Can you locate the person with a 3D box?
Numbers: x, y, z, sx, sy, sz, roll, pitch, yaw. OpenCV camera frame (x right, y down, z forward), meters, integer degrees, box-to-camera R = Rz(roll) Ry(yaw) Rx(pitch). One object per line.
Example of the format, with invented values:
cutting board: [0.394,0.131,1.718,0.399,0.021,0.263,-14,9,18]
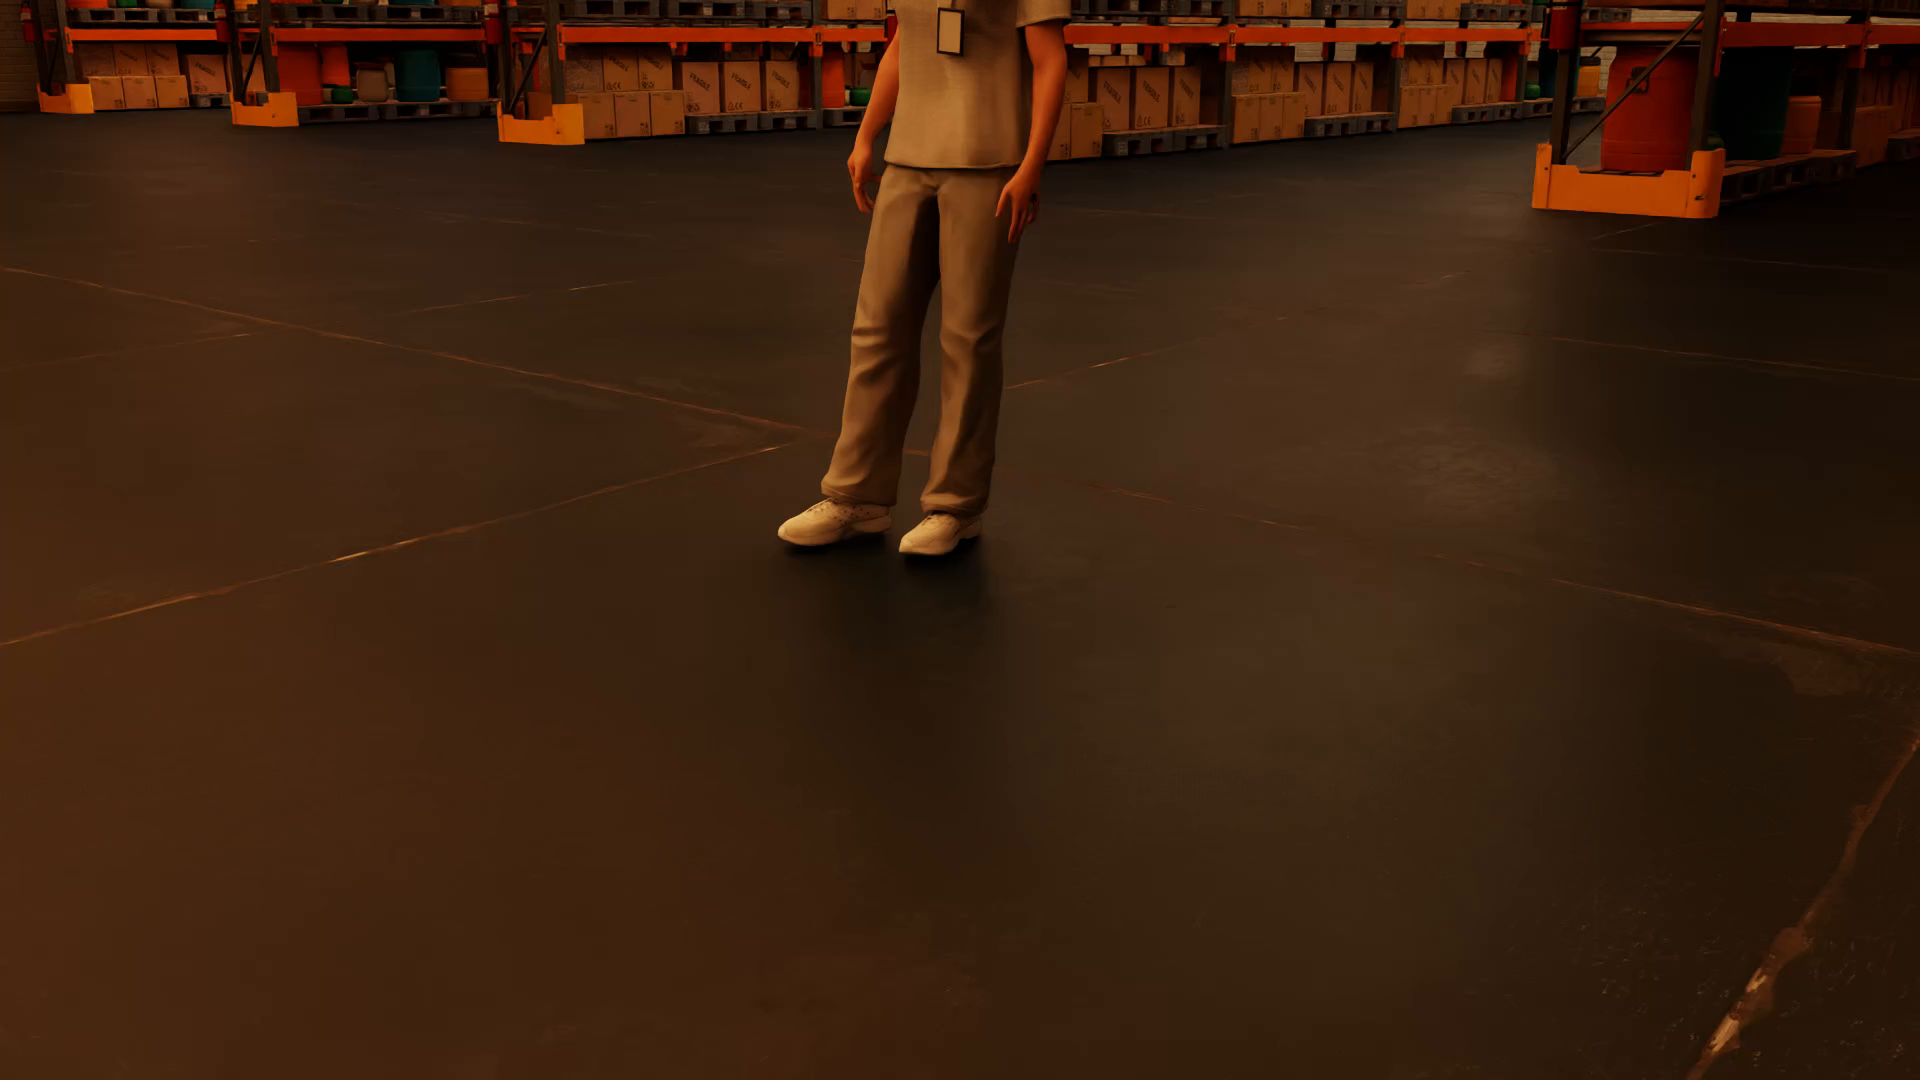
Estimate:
person: [-0.057,-0.794,3.650,0.550,1.675,0.549,13,21,37]
